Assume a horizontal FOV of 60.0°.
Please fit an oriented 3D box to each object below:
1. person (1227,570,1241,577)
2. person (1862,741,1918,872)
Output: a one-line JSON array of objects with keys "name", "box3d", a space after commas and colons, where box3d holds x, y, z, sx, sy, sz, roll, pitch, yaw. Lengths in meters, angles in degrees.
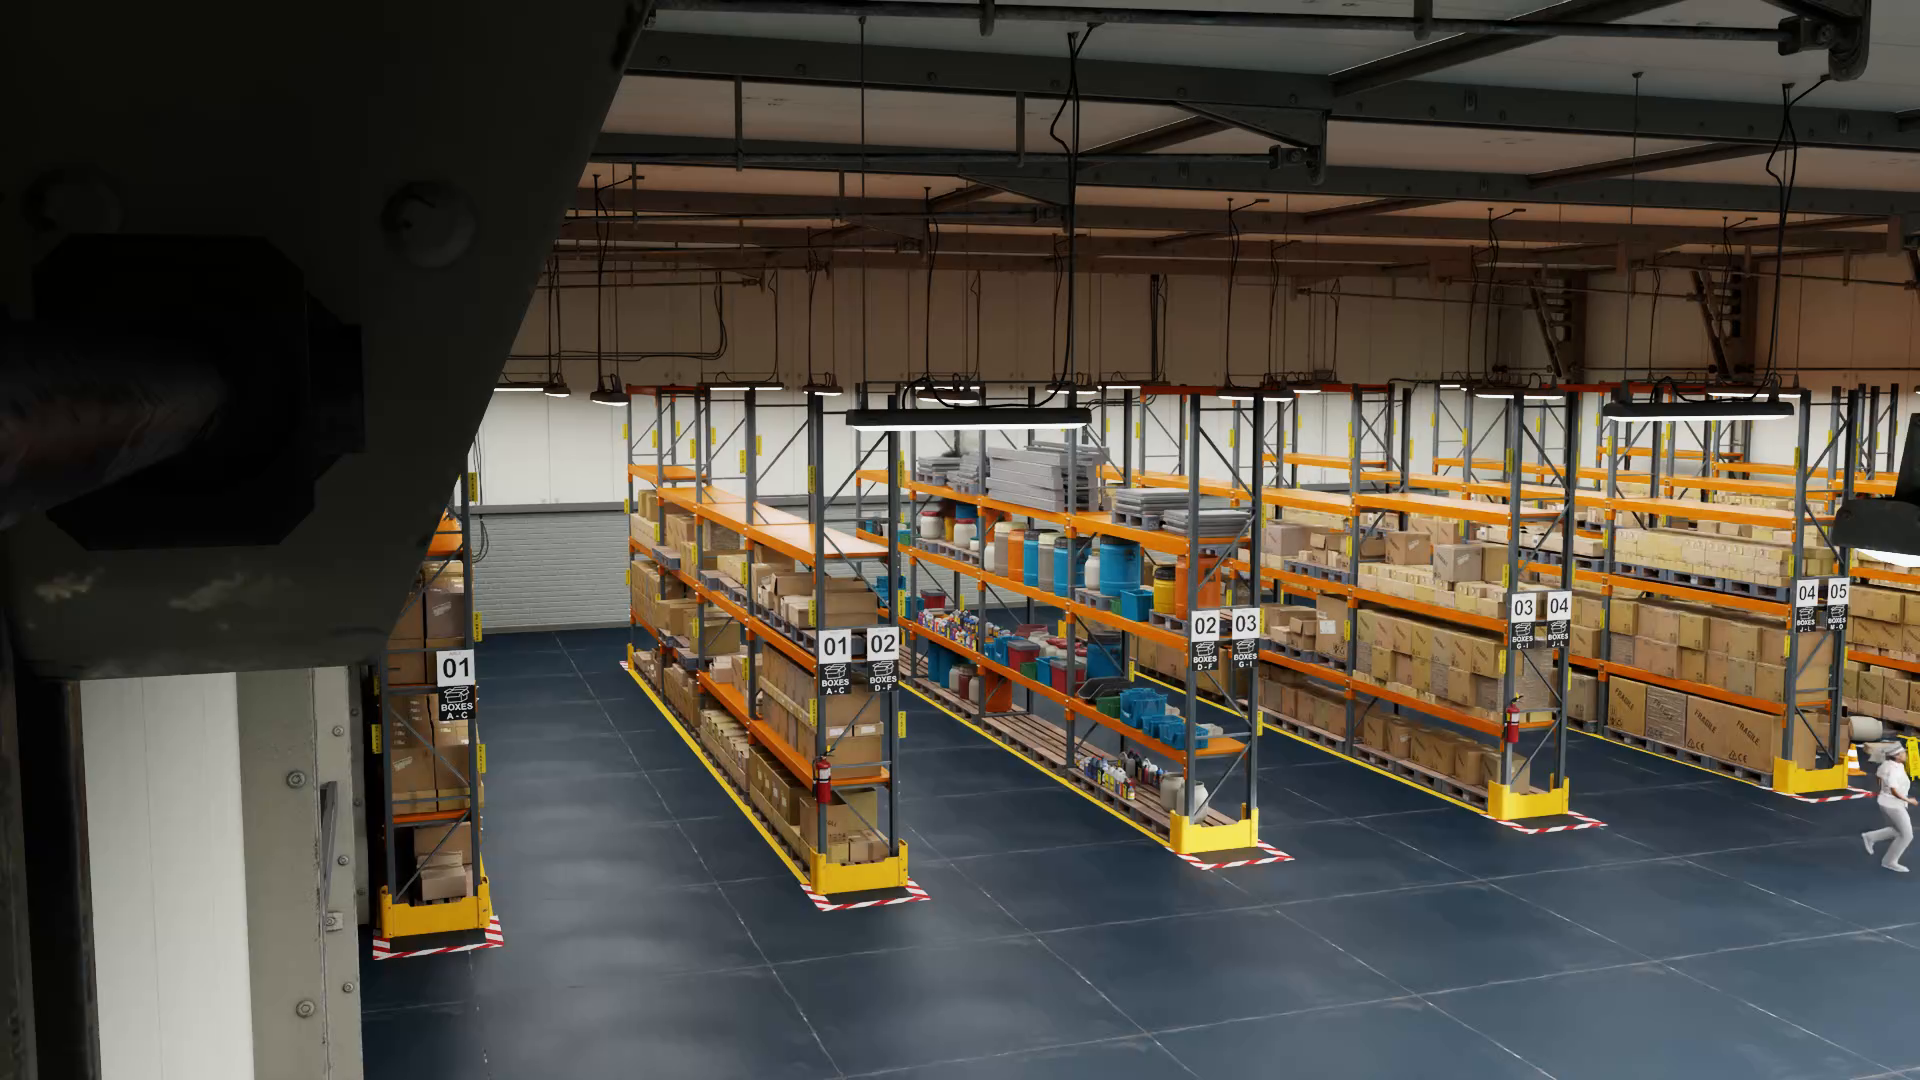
[{"name": "person", "box3d": [6.634, 1.328, 40.781, 0.629, 1.660, 0.614, -6, 8, -45]}, {"name": "person", "box3d": [11.755, 3.358, 21.006, 0.554, 1.652, 0.617, 1, 6, 13]}]
